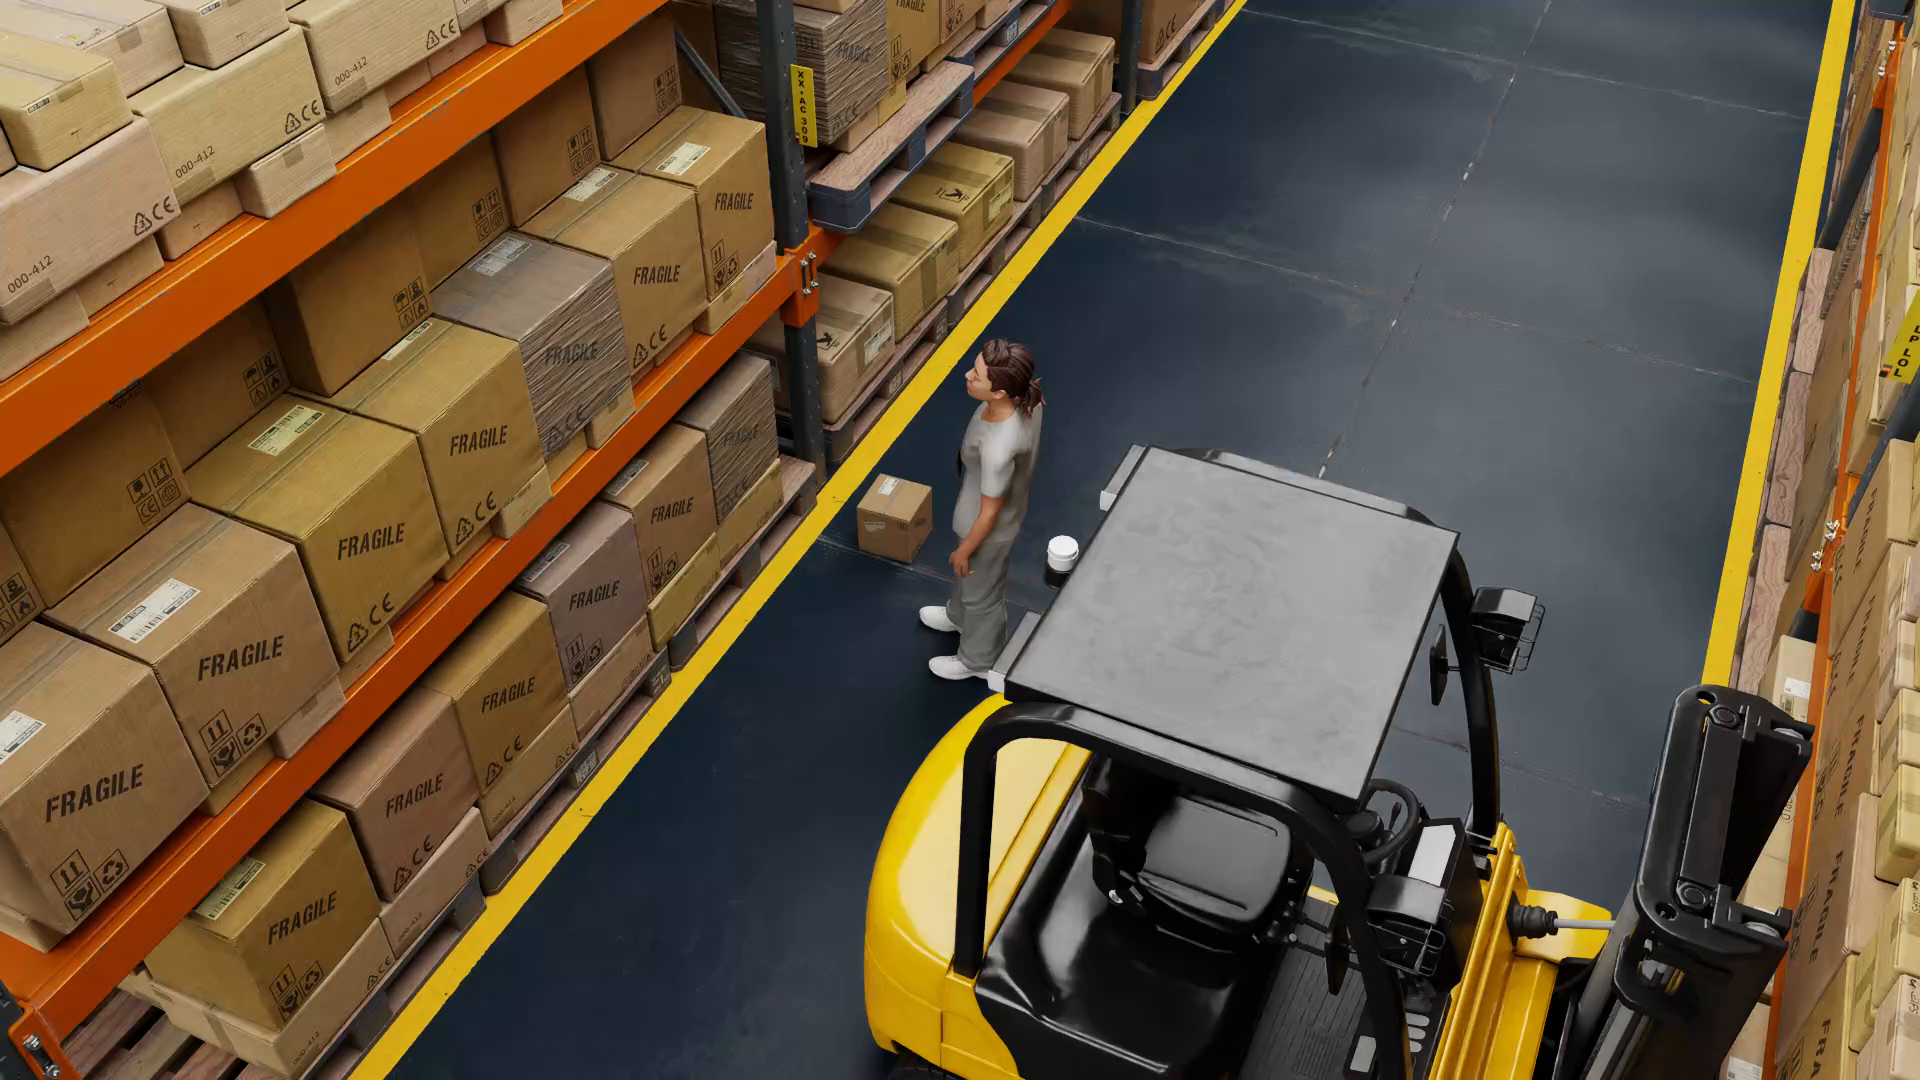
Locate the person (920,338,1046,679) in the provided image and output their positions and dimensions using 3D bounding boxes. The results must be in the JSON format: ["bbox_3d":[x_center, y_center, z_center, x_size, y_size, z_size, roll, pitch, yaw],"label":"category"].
[{"bbox_3d":[0.043,-0.098,6.255,0.548,1.673,0.549,9,43,10],"label":"person"}]
